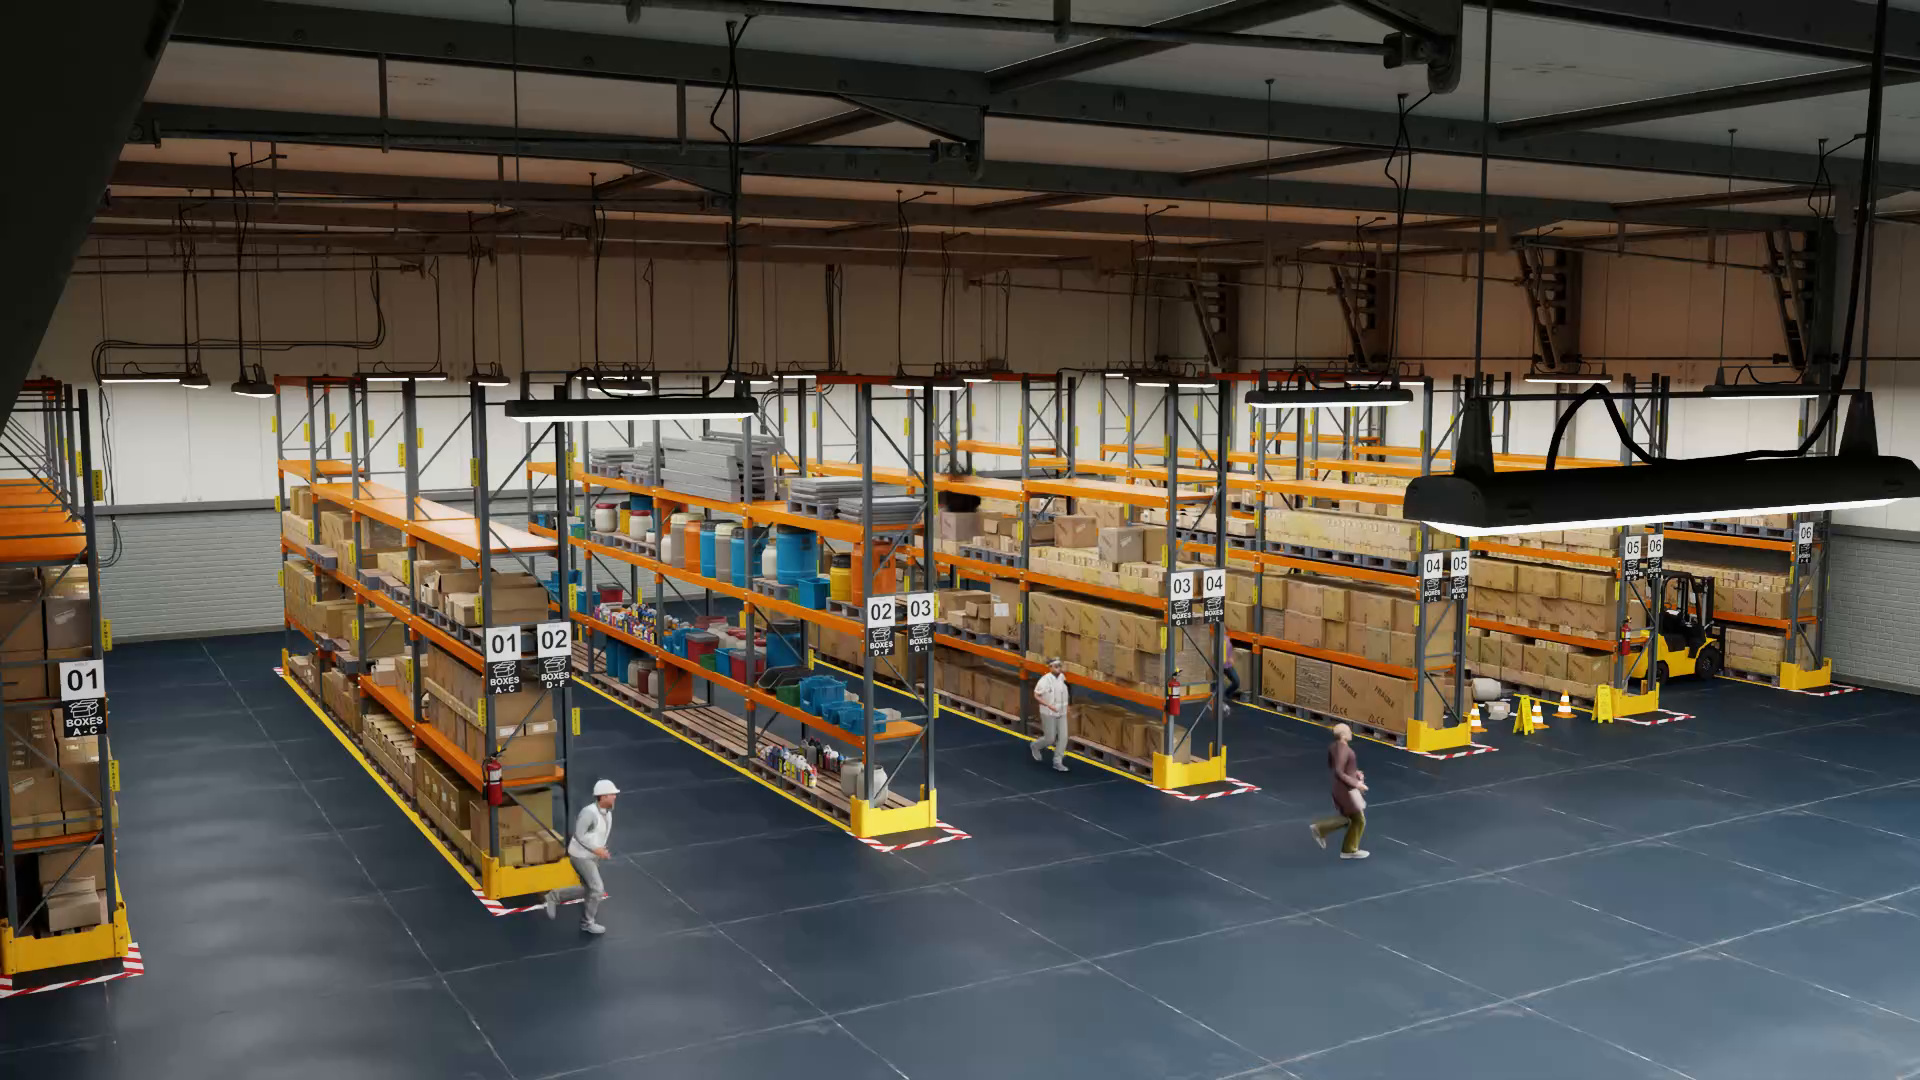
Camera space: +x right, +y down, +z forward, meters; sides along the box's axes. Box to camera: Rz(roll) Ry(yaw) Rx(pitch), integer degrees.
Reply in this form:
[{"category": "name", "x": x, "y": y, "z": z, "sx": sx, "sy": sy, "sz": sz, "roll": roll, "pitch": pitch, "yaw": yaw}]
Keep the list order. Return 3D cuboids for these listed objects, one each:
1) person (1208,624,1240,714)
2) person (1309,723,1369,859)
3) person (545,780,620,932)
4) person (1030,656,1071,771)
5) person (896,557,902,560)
[{"category": "person", "x": 4.528, "y": 2.201, "z": 28.580, "sx": 0.545, "sy": 1.576, "sz": 0.631, "roll": -5, "pitch": 8, "yaw": -38}, {"category": "person", "x": 4.818, "y": 3.172, "z": 21.028, "sx": 0.754, "sy": 1.730, "sz": 0.713, "roll": 0, "pitch": 6, "yaw": 1}, {"category": "person", "x": -4.191, "y": 3.493, "z": 18.479, "sx": 0.873, "sy": 1.701, "sz": 0.655, "roll": 1, "pitch": 6, "yaw": 8}, {"category": "person", "x": 1.425, "y": 2.650, "z": 25.670, "sx": 0.660, "sy": 1.755, "sz": 0.772, "roll": -5, "pitch": 8, "yaw": -38}, {"category": "person", "x": -1.680, "y": 1.187, "z": 39.836, "sx": 0.768, "sy": 1.574, "sz": 0.663, "roll": -1, "pitch": 6, "yaw": -12}]
